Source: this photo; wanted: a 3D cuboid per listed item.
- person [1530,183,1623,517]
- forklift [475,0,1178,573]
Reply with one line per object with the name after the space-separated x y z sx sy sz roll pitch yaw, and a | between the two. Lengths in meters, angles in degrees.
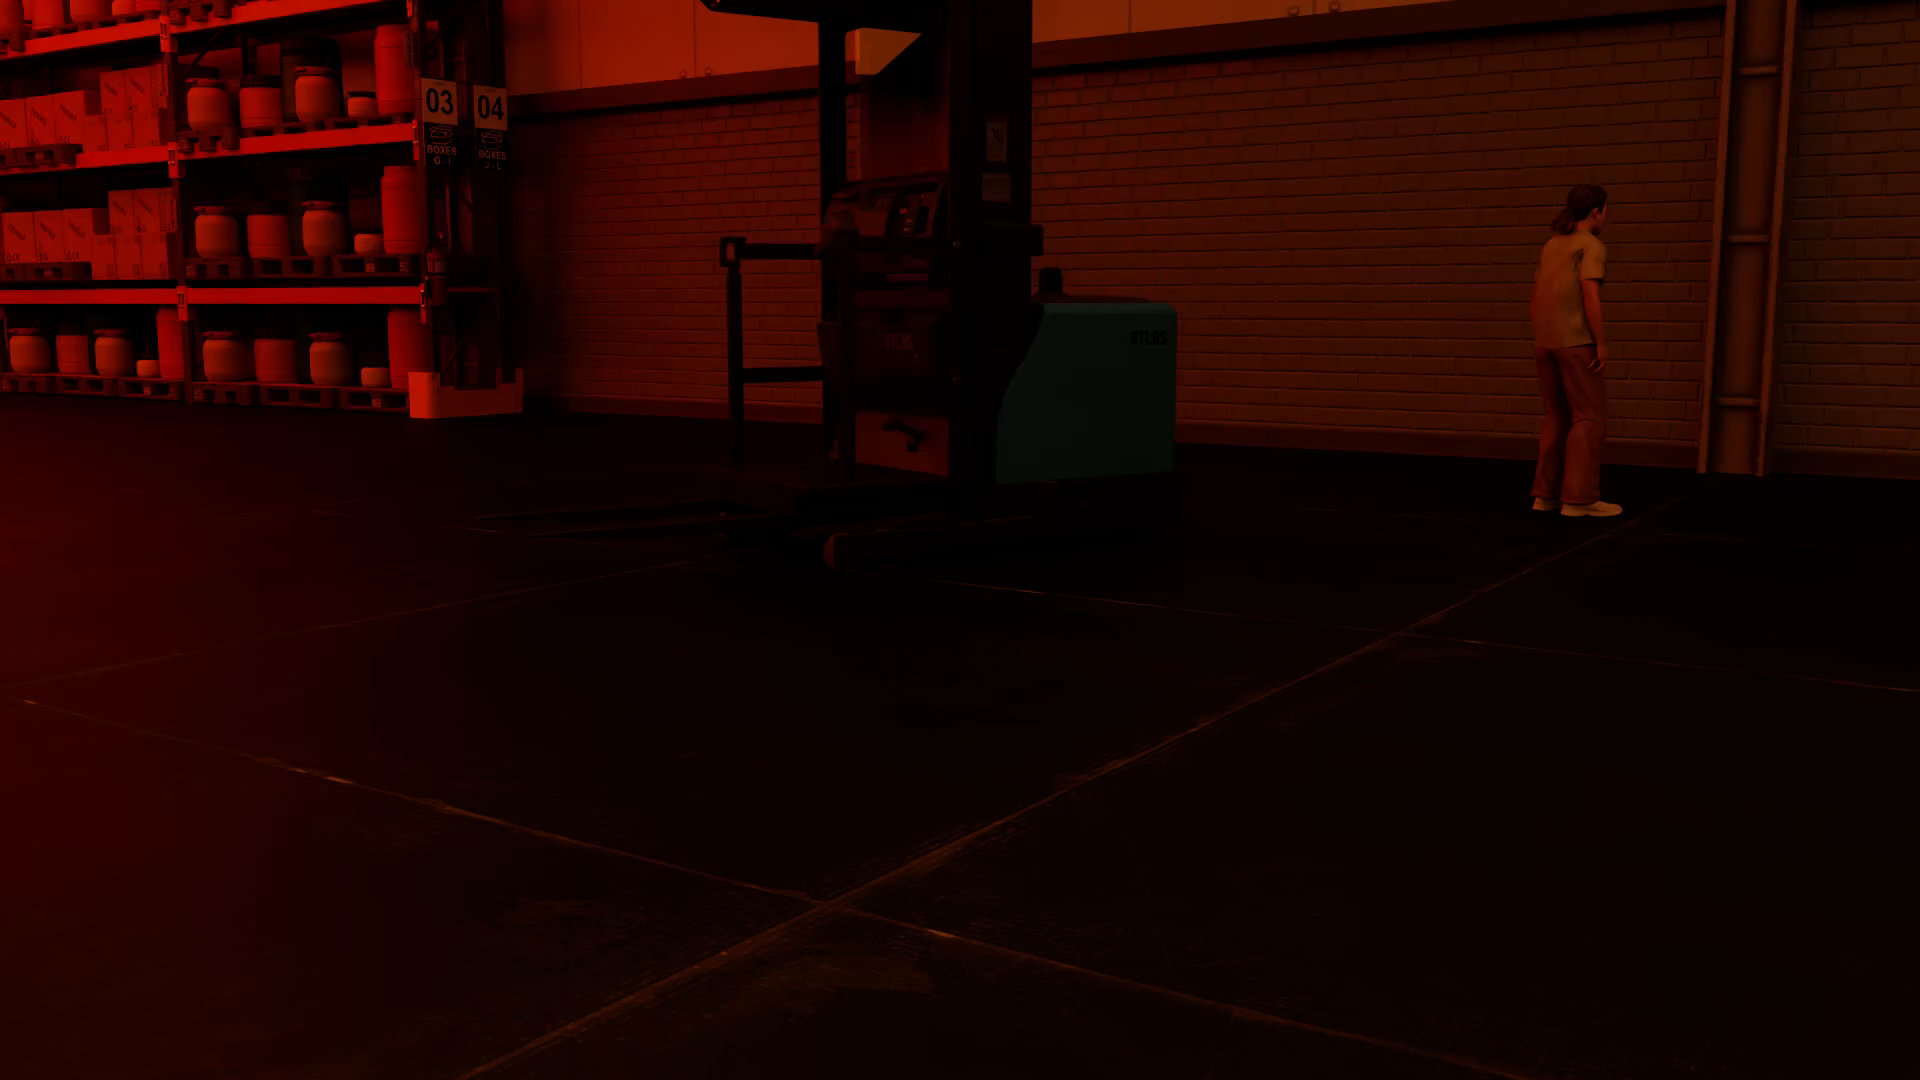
3.125 -0.967 8.472 0.363 1.672 0.499 -3 9 -18 | person
-0.507 -1.403 7.061 3.031 2.935 1.130 -5 10 -33 | forklift
